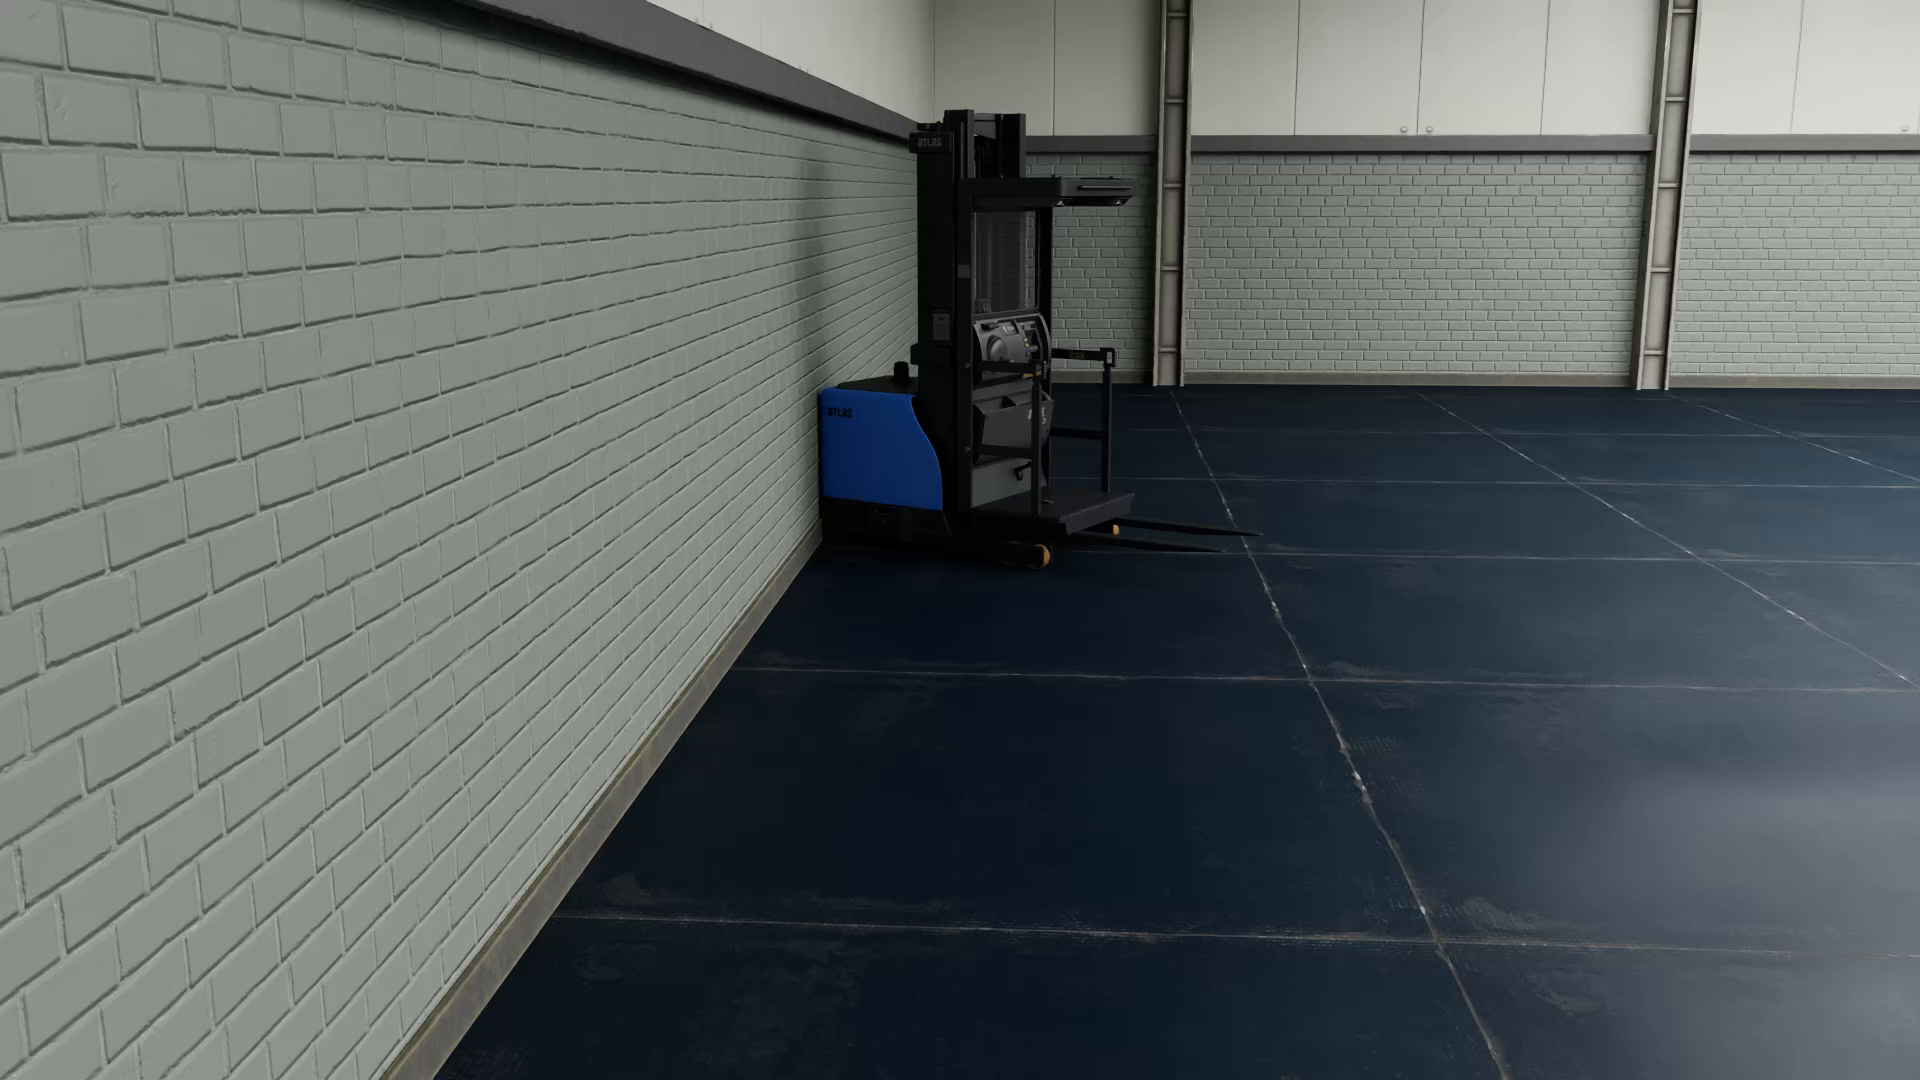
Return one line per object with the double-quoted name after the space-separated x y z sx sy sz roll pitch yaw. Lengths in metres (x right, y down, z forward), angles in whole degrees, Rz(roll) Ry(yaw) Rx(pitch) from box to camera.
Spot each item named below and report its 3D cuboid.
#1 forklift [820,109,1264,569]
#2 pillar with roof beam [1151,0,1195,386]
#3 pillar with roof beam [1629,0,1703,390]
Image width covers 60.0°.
0.530 -1.367 11.143 3.031 2.935 1.130 7 14 31 "forklift"
2.367 -5.512 16.139 0.400 9.000 9.100 1 12 4 "pillar with roof beam"
8.353 -5.430 15.747 0.400 9.000 9.100 1 12 4 "pillar with roof beam"
